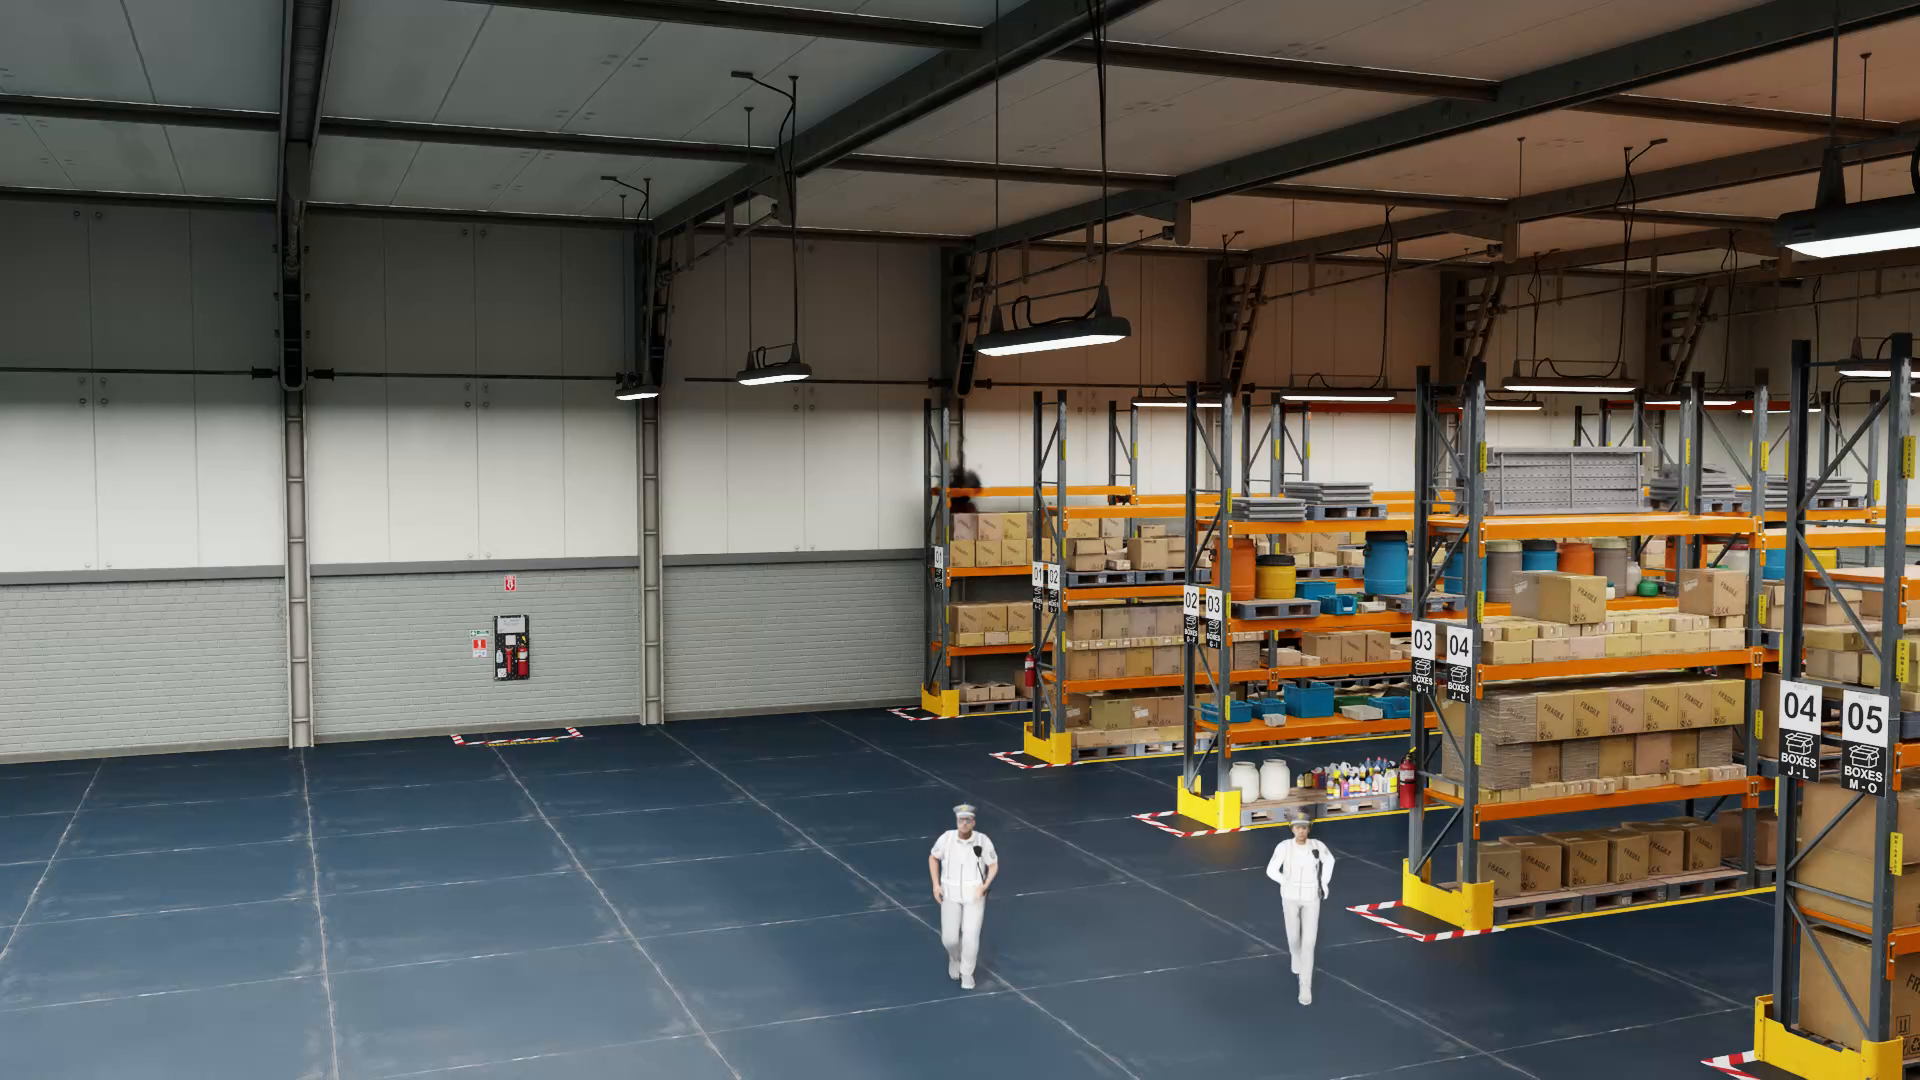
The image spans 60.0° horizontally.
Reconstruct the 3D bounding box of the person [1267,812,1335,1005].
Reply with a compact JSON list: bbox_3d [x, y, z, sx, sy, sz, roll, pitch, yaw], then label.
[{"bbox_3d":[3.197,3.379,15.620,0.618,1.700,0.938,1,3,13],"label":"person"}]

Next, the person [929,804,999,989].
[{"bbox_3d":[0.023,3.363,15.778,0.660,1.747,0.526,0,3,6],"label":"person"}]
